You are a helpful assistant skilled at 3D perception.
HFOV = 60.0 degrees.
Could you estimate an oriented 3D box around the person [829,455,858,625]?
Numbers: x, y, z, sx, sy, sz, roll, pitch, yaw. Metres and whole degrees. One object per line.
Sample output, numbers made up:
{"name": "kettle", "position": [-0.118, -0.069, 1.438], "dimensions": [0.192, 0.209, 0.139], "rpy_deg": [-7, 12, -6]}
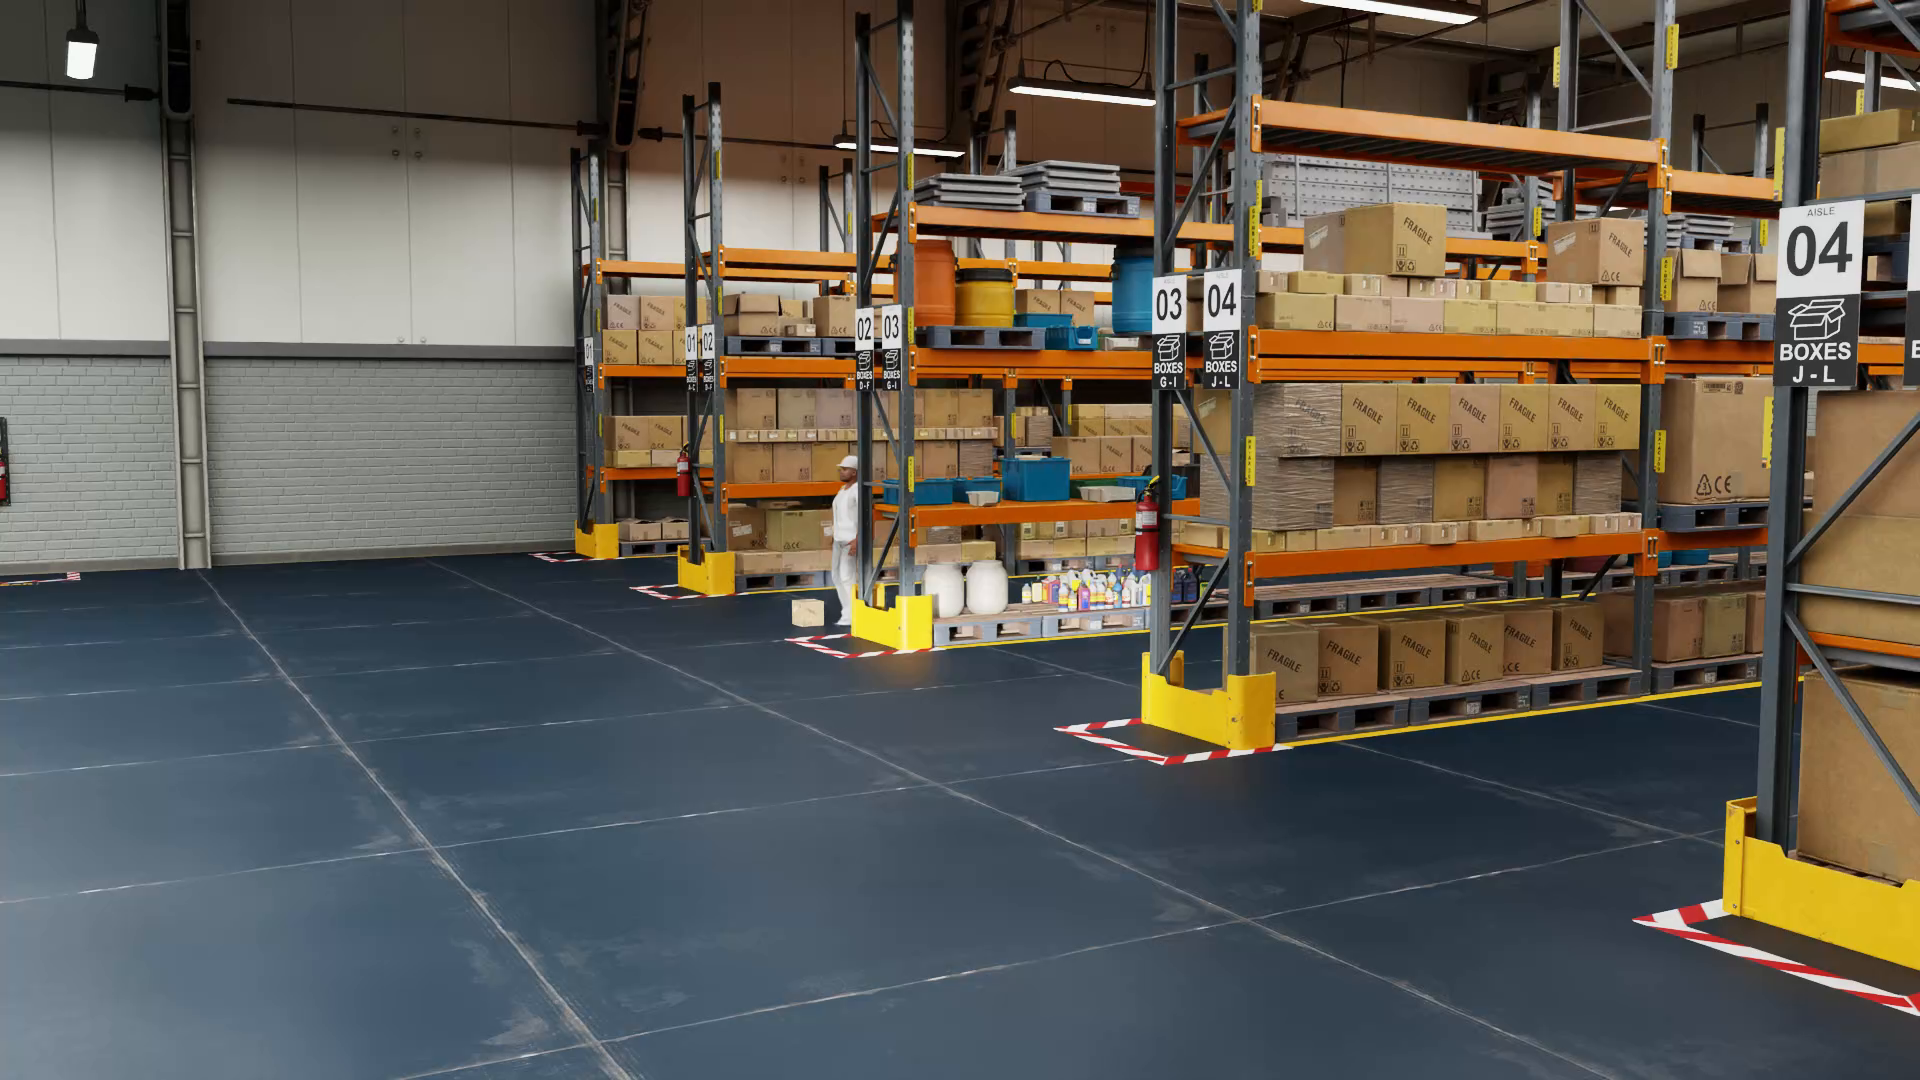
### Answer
{"name": "person", "position": [-1.135, 0.041, 17.224], "dimensions": [0.373, 1.832, 0.654], "rpy_deg": [-3, 6, -29]}
